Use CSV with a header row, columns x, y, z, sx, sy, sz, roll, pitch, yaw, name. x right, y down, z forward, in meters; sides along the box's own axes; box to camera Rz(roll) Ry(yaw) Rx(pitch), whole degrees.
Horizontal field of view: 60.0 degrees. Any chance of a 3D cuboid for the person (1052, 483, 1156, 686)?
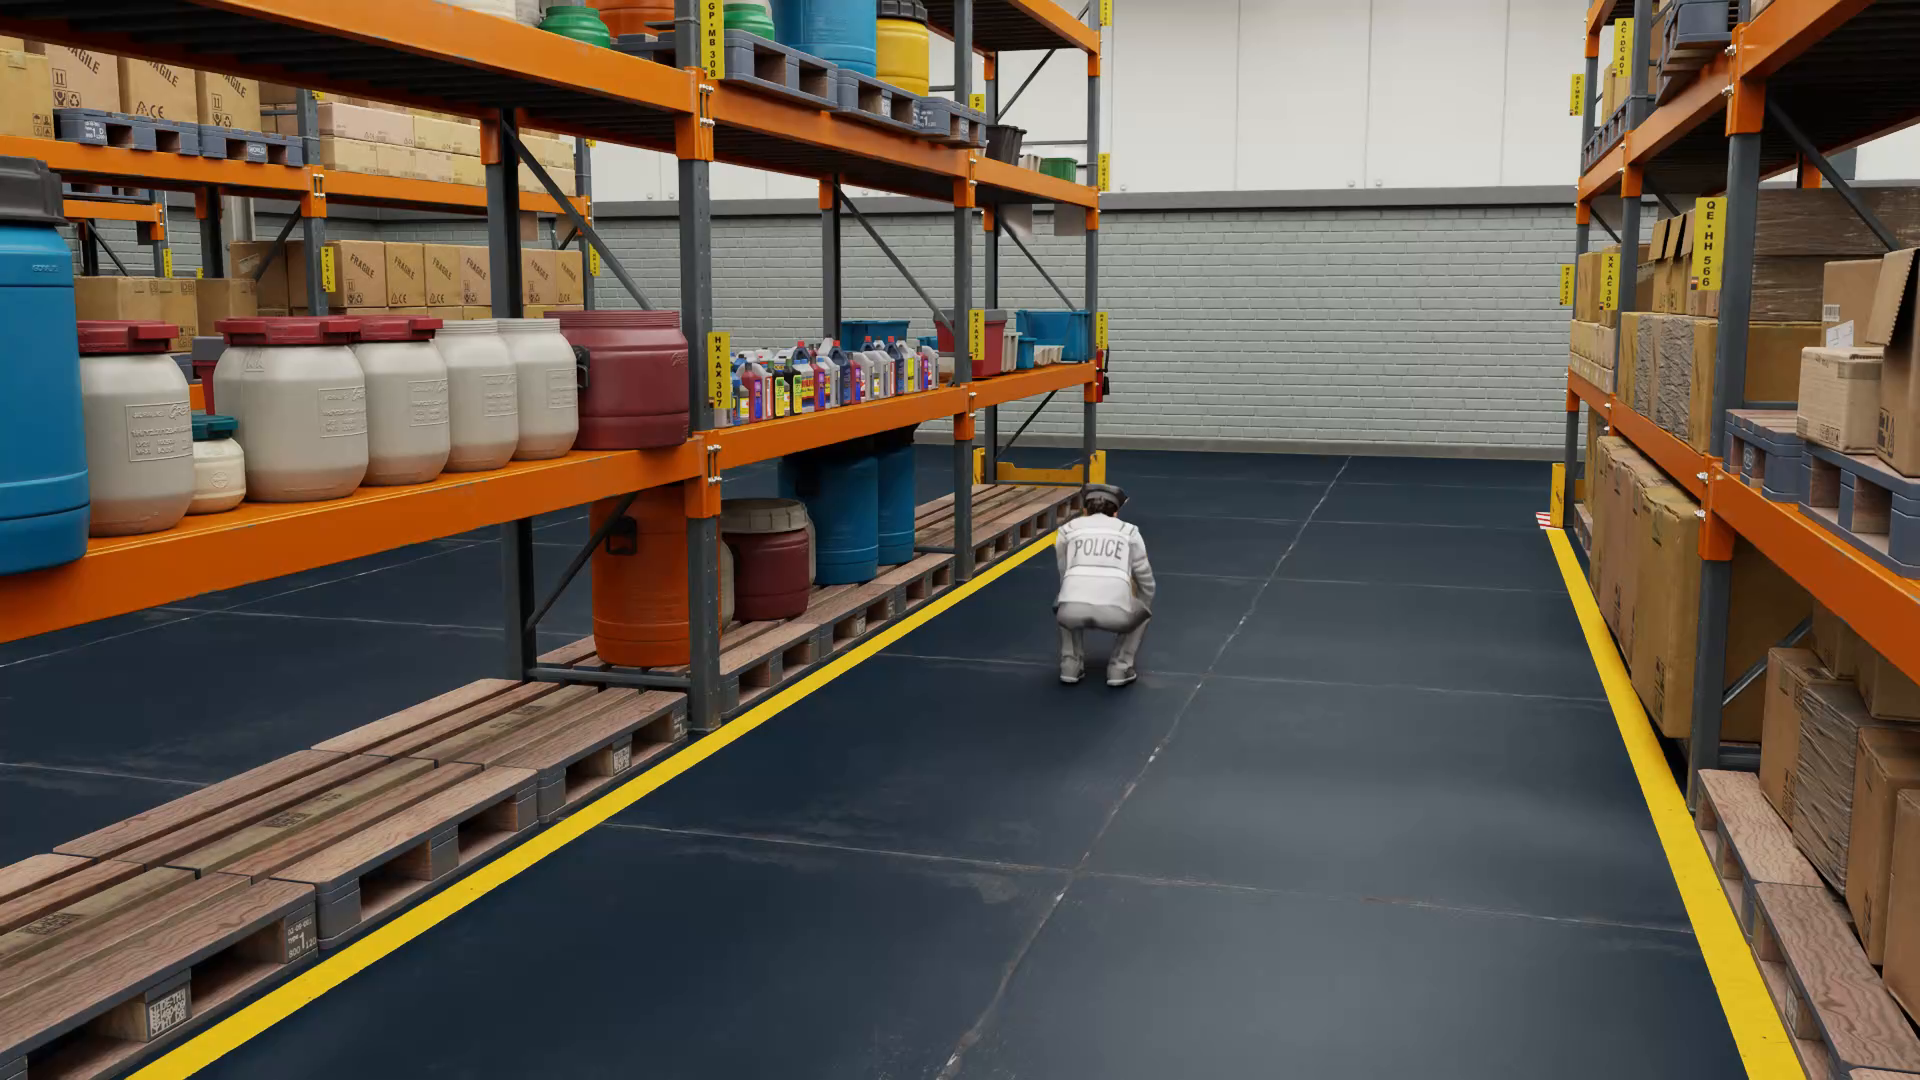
x,y,z,sx,sy,sz,roll,pitch,yaw,name
0.709,0.212,8.346,0.494,0.961,0.829,2,9,16,person
